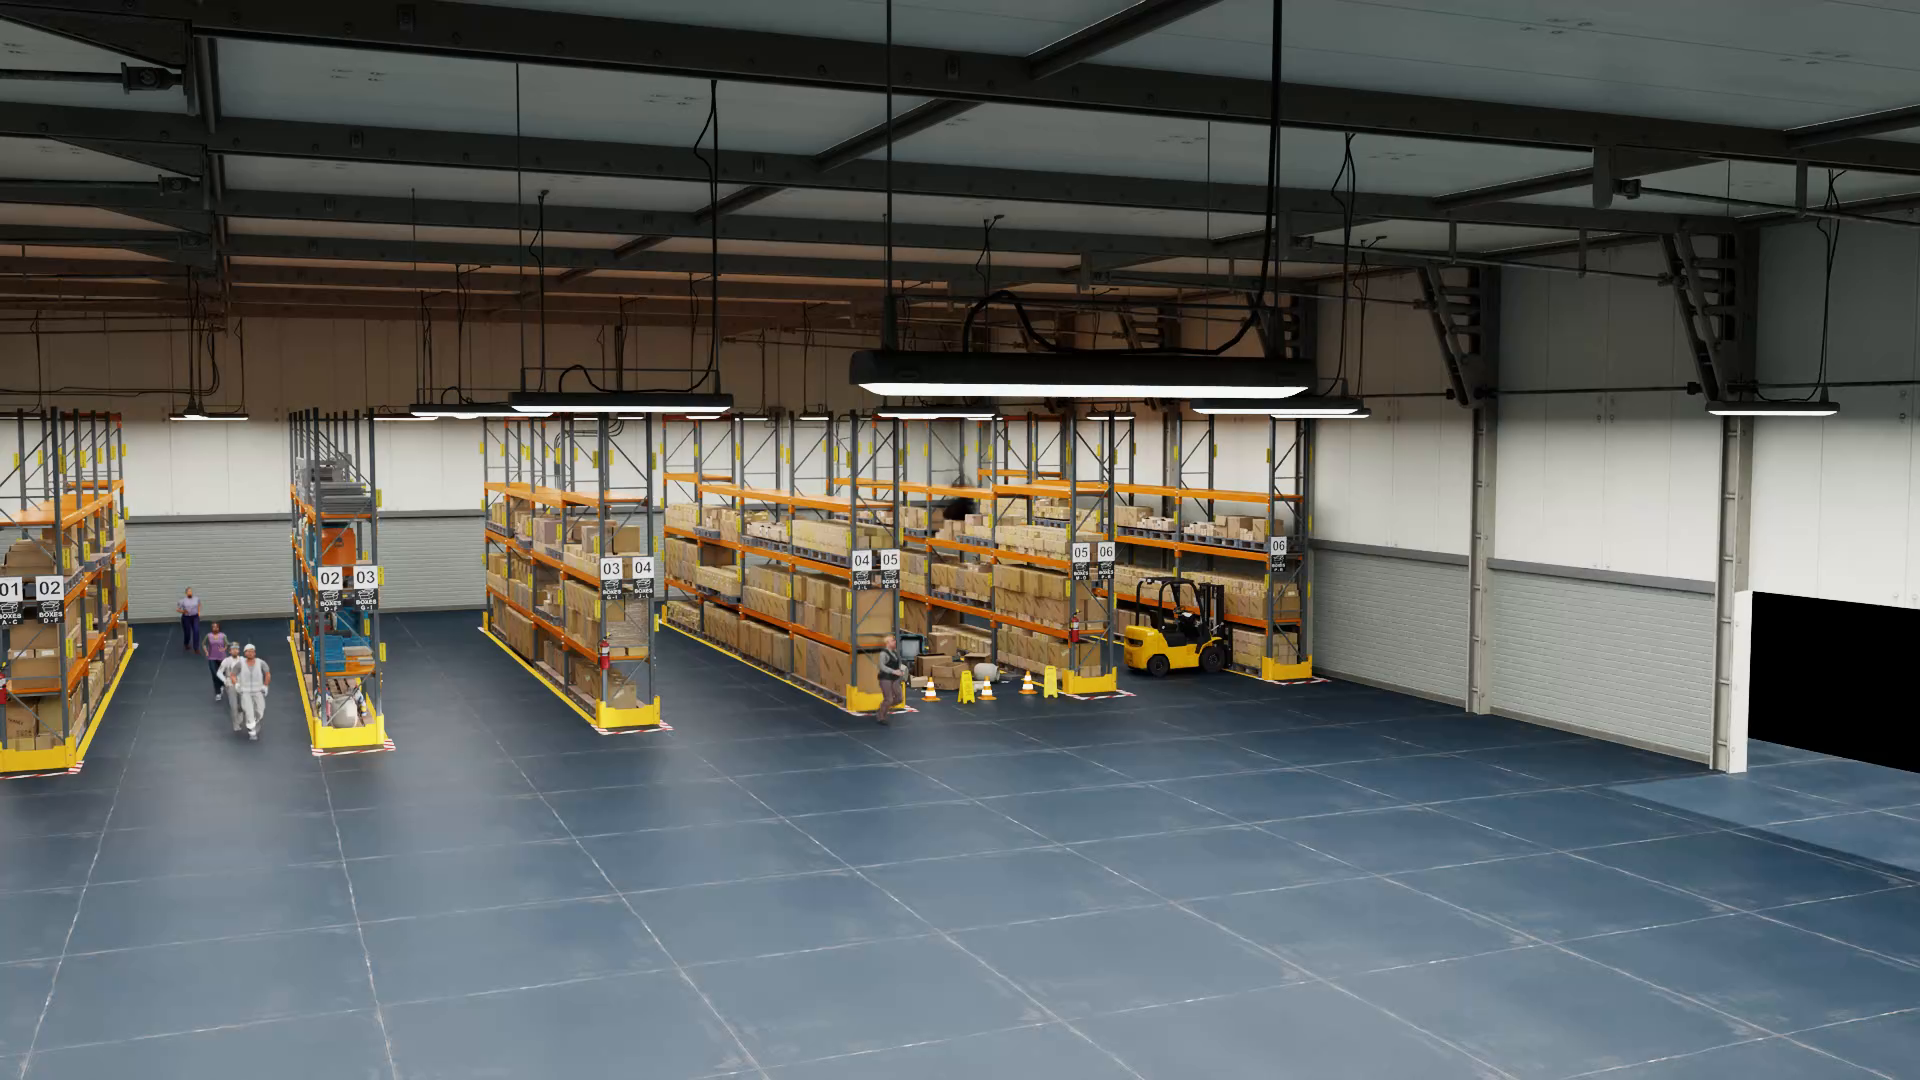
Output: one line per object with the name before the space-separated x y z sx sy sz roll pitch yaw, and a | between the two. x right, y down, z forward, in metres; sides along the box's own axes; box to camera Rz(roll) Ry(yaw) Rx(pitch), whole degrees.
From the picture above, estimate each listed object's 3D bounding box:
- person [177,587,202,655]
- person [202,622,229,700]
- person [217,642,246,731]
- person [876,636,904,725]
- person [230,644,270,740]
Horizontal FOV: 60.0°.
person | -19.147 2.005 41.364 0.610 1.644 0.882 -3 5 -36
person | -15.447 2.493 34.554 0.542 1.592 0.799 -2 4 -27
person | -13.563 2.717 31.109 0.615 1.647 0.588 -3 5 -32
person | -1.295 2.667 31.624 0.600 1.685 0.697 2 4 26
person | -12.852 2.742 30.126 0.678 1.738 0.618 -2 4 -27
